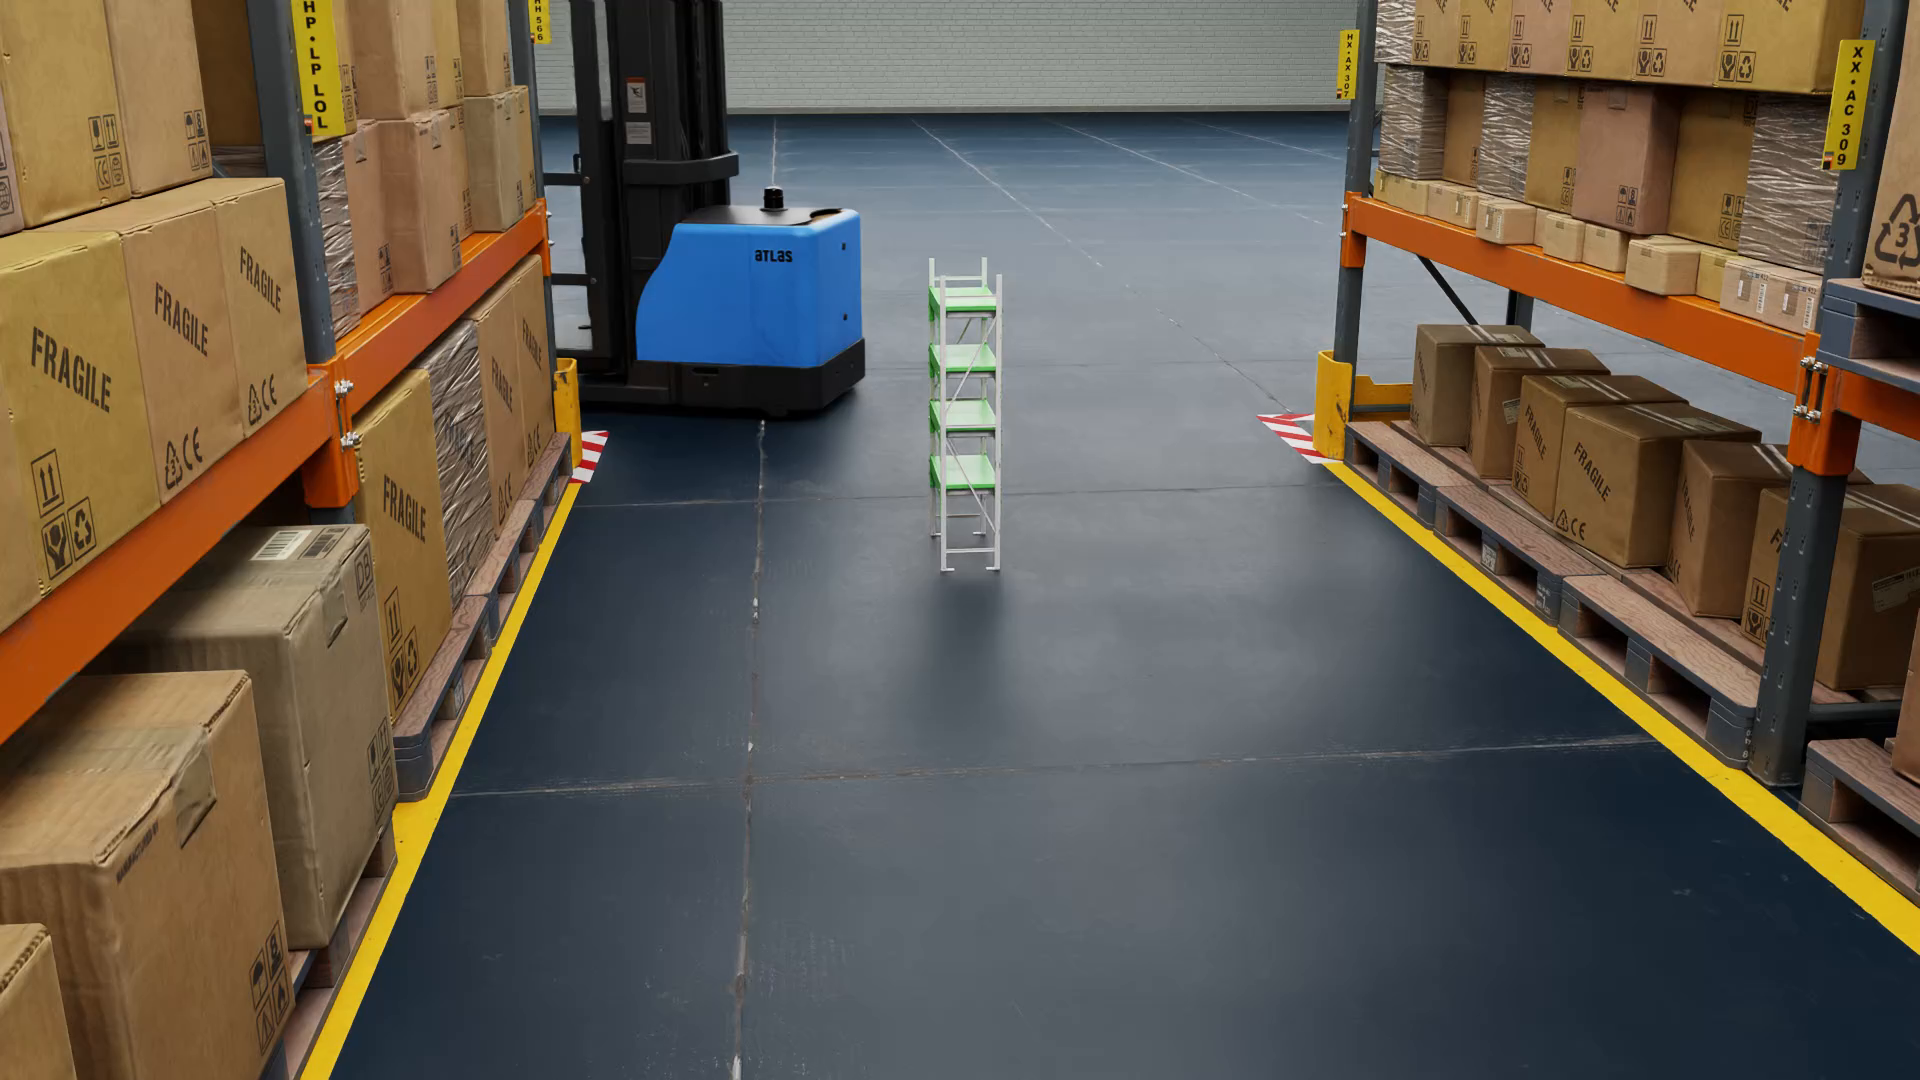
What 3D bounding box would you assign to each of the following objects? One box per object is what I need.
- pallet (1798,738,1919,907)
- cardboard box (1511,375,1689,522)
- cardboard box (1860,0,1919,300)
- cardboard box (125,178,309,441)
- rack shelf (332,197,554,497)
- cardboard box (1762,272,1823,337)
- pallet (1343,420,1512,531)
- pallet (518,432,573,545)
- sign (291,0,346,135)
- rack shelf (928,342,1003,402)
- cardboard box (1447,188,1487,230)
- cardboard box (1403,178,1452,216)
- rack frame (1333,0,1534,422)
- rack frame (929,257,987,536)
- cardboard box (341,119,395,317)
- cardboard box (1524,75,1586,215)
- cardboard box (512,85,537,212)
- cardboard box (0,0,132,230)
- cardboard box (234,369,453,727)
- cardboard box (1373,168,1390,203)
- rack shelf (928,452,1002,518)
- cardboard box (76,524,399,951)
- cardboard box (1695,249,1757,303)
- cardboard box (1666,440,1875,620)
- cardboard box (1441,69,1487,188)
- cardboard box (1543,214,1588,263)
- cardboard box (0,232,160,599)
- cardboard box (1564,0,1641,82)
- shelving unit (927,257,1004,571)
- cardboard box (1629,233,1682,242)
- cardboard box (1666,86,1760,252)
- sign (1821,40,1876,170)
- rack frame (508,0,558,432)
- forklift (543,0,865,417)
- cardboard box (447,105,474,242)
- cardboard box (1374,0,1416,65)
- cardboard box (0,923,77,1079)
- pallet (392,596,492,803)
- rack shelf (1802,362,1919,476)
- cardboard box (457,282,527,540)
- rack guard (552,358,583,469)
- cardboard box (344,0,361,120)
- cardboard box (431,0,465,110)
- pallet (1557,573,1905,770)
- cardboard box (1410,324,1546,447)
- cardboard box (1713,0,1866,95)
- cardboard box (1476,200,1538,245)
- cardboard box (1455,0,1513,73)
[{"bbox_3d":[2.932,0.827,4.190,1.003,0.211,1.213,-2,18,-6],"label":"pallet"},{"bbox_3d":[2.627,-0.384,6.865,0.500,0.500,0.500,0,17,0],"label":"cardboard box"},{"bbox_3d":[2.793,-0.981,3.591,1.000,1.000,1.000,-2,18,-5],"label":"cardboard box"},{"bbox_3d":[-1.774,-0.513,3.635,0.500,0.500,0.500,-2,18,-6],"label":"cardboard box"},{"bbox_3d":[-2.300,-0.865,6.125,1.077,0.370,4.000,-2,18,-6],"label":"rack shelf"},{"bbox_3d":[2.536,-0.670,4.724,0.380,0.149,0.250,-2,18,-6],"label":"cardboard box"},{"bbox_3d":[2.494,-0.331,7.879,1.003,0.211,1.213,-2,18,-6],"label":"pallet"},{"bbox_3d":[-2.346,-0.238,7.582,1.003,0.211,1.213,-2,18,-6],"label":"pallet"},{"bbox_3d":[-1.555,-1.147,4.020,0.100,0.325,0.005,-2,18,-6],"label":"sign"},{"bbox_3d":[0.017,-0.691,6.788,0.258,0.148,0.480,-2,18,-6],"label":"rack shelf"},{"bbox_3d":[2.313,-1.416,7.100,0.380,0.149,0.250,-2,18,-6],"label":"cardboard box"},{"bbox_3d":[2.247,-1.565,7.573,0.380,0.149,0.250,-2,18,-6],"label":"cardboard box"},{"bbox_3d":[2.438,-1.927,8.307,1.000,3.000,0.127,-2,18,-6],"label":"rack frame"},{"bbox_3d":[-0.008,-0.596,7.072,0.240,1.200,0.015,-2,18,-6],"label":"rack frame"},{"bbox_3d":[-2.223,-0.956,4.966,0.875,0.550,0.550,-2,18,-6],"label":"cardboard box"},{"bbox_3d":[2.687,-1.507,6.306,0.875,0.500,0.500,-2,18,-6],"label":"cardboard box"},{"bbox_3d":[-2.423,-1.766,7.545,0.875,0.550,0.550,-2,18,-6],"label":"cardboard box"},{"bbox_3d":[-1.982,-0.836,2.996,0.700,0.500,0.500,-2,18,-7],"label":"cardboard box"},{"bbox_3d":[-2.089,0.012,4.978,0.875,0.875,0.875,-2,17,-5],"label":"cardboard box"},{"bbox_3d":[2.230,-1.715,8.051,0.380,0.149,0.250,-2,18,-6],"label":"cardboard box"},{"bbox_3d":[0.017,-0.233,6.931,0.258,0.148,0.480,-2,18,-6],"label":"rack shelf"},{"bbox_3d":[-1.940,0.443,3.813,1.050,0.750,0.750,-2,18,-6],"label":"cardboard box"},{"bbox_3d":[2.553,-0.822,5.206,0.380,0.149,0.250,-2,18,-6],"label":"cardboard box"},{"bbox_3d":[2.782,-0.034,5.749,0.500,0.500,0.500,4,18,12],"label":"cardboard box"},{"bbox_3d":[2.638,-1.807,7.261,0.875,0.500,0.500,-2,18,-6],"label":"cardboard box"},{"bbox_3d":[2.396,-1.118,6.149,0.380,0.149,0.250,-2,18,-6],"label":"cardboard box"},{"bbox_3d":[-1.670,-0.212,2.676,0.500,0.500,0.500,-2,17,-5],"label":"cardboard box"},{"bbox_3d":[2.427,-1.825,5.651,0.500,0.500,0.500,-2,18,-6],"label":"cardboard box"},{"bbox_3d":[0.017,-0.523,6.840,0.258,1.200,0.503,-2,18,-6],"label":"shelving unit"},{"bbox_3d":[2.522,-0.971,5.682,0.380,0.149,0.250,-2,18,-6],"label":"cardboard box"},{"bbox_3d":[2.849,-1.211,5.363,0.875,0.500,0.500,-2,18,-6],"label":"cardboard box"},{"bbox_3d":[2.311,-1.129,4.321,0.100,0.325,0.005,-2,18,-6],"label":"sign"},{"bbox_3d":[-2.506,-1.804,7.915,1.000,3.000,0.127,-2,18,-6],"label":"rack frame"},{"bbox_3d":[-2.148,-2.294,9.591,3.031,2.935,1.130,4,18,12],"label":"forklift"},{"bbox_3d":[-2.412,-1.432,6.482,0.875,0.550,0.550,-2,18,-6],"label":"cardboard box"},{"bbox_3d":[2.223,-2.421,7.549,0.500,0.500,0.500,-2,18,-6],"label":"cardboard box"},{"bbox_3d":[-1.748,1.008,2.013,1.050,0.750,0.750,-2,17,-5],"label":"cardboard box"},{"bbox_3d":[-2.094,0.489,5.266,1.003,0.211,1.213,-2,18,-6],"label":"pallet"},{"bbox_3d":[3.056,0.204,2.721,1.077,0.370,4.000,-2,18,-6],"label":"rack shelf"},{"bbox_3d":[-2.278,-0.529,6.699,0.875,0.875,0.875,-2,18,-7],"label":"cardboard box"},{"bbox_3d":[-2.509,-0.618,8.313,1.175,0.500,0.348,-2,18,-6],"label":"rack guard"},{"bbox_3d":[-2.270,-1.470,4.799,0.875,0.550,0.550,-2,18,-6],"label":"cardboard box"},{"bbox_3d":[-2.251,-1.793,5.827,0.875,0.550,0.500,-2,18,-6],"label":"cardboard box"},{"bbox_3d":[2.746,0.396,5.563,1.003,0.211,1.213,-2,18,-6],"label":"pallet"},{"bbox_3d":[2.485,-0.748,8.025,0.500,0.500,0.500,1,17,5],"label":"cardboard box"},{"bbox_3d":[2.530,-1.528,4.702,0.500,0.500,0.500,-2,18,-6],"label":"cardboard box"},{"bbox_3d":[2.288,-1.265,6.618,0.380,0.149,0.250,-2,18,-6],"label":"cardboard box"},{"bbox_3d":[2.321,-2.123,6.600,0.500,0.500,0.500,-2,18,-6],"label":"cardboard box"}]
